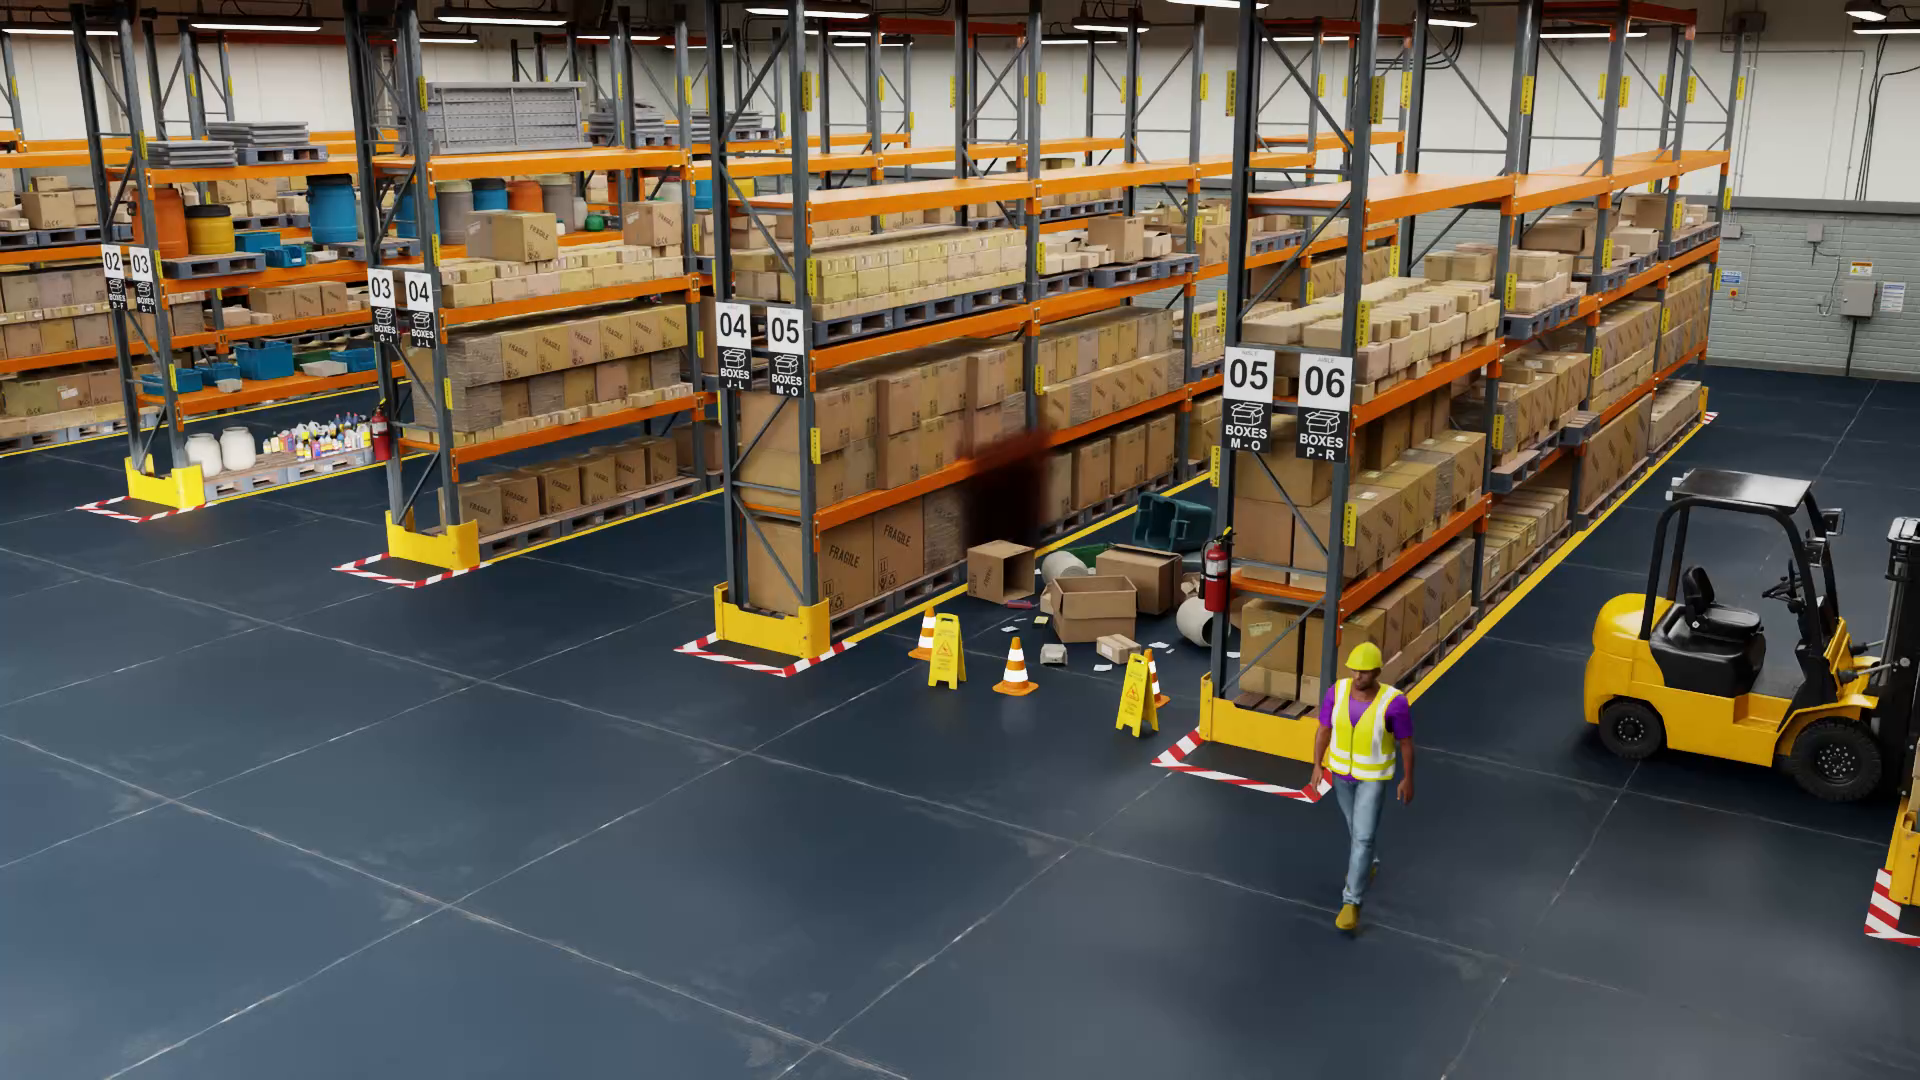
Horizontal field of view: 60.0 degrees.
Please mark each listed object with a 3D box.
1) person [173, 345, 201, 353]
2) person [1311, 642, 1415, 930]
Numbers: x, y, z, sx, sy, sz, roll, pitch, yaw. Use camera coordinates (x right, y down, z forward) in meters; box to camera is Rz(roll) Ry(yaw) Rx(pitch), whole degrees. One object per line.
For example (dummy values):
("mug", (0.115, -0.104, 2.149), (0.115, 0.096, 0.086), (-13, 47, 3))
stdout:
("person", (-12.985, -3.299, 27.946), (0.507, 1.635, 0.869), (10, 18, 31))
("person", (2.510, 1.490, 10.541), (0.616, 1.716, 0.967), (13, 20, 38))
